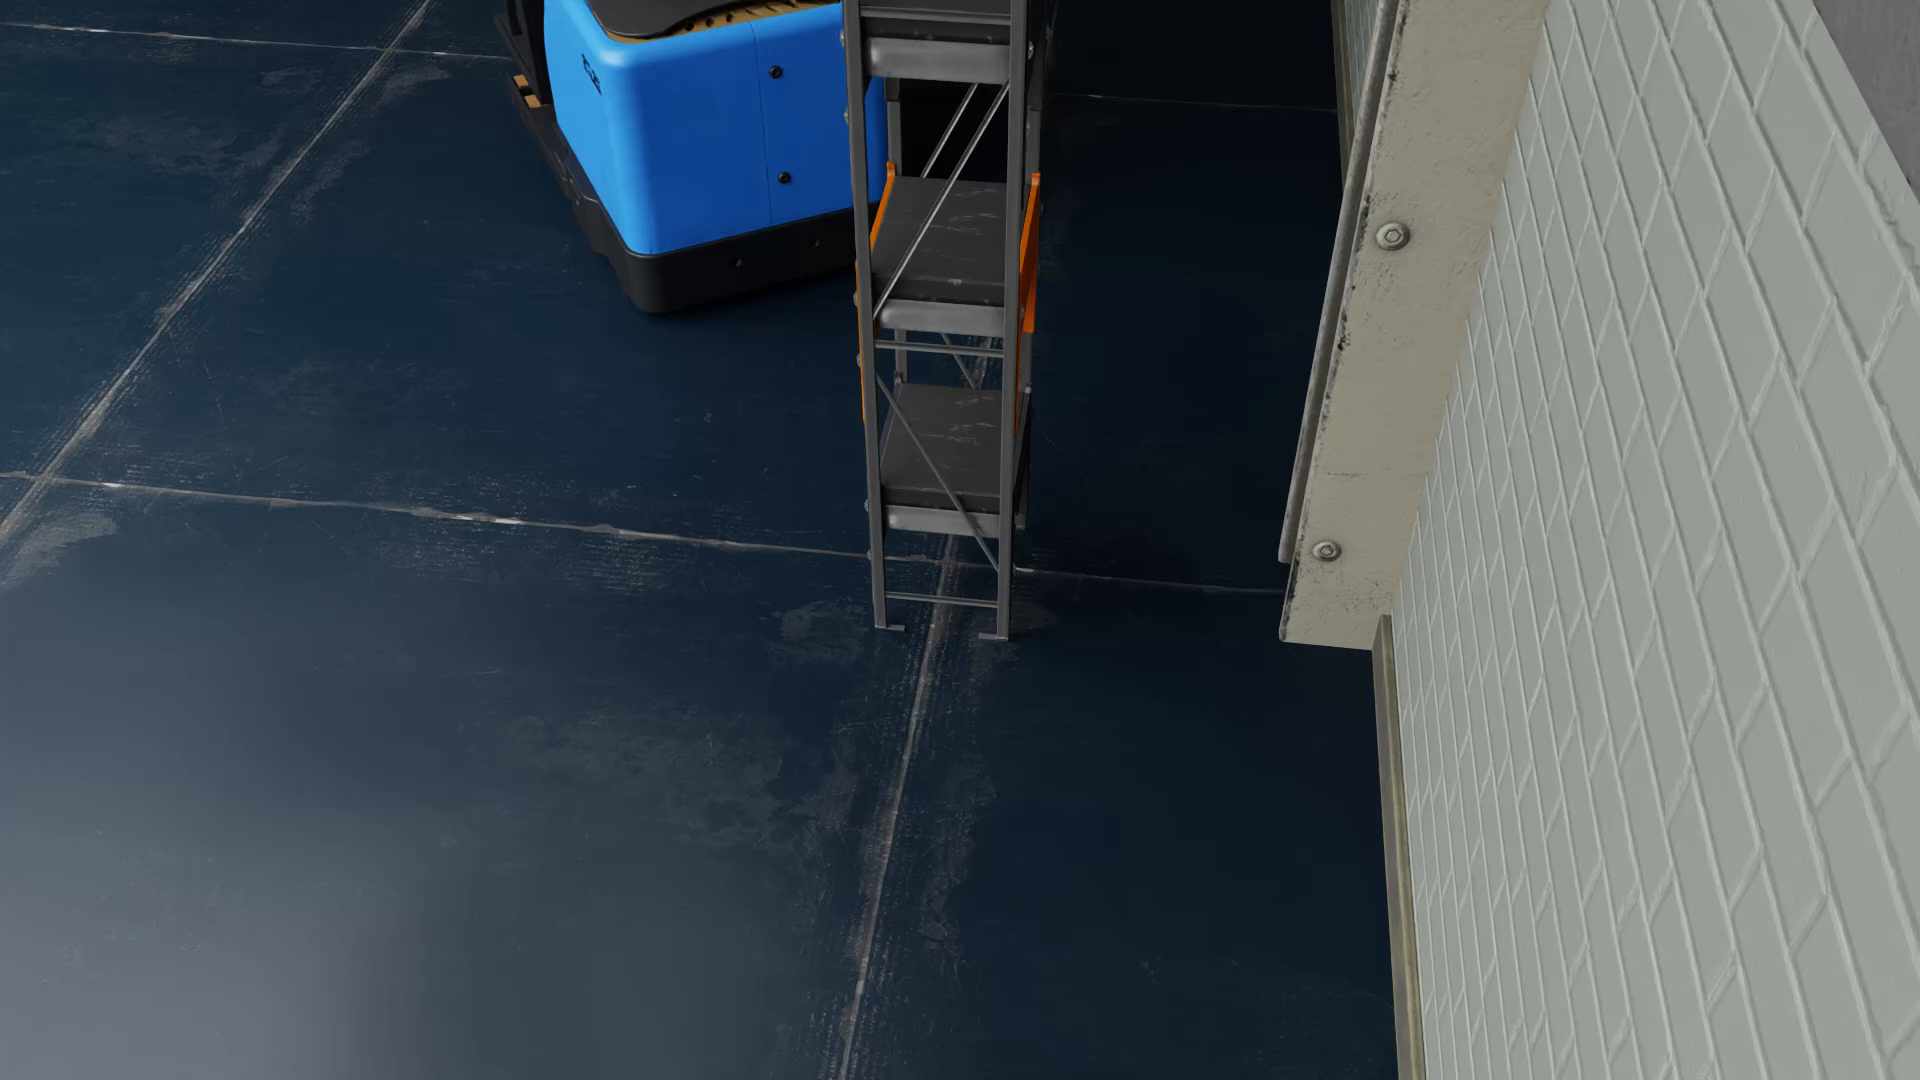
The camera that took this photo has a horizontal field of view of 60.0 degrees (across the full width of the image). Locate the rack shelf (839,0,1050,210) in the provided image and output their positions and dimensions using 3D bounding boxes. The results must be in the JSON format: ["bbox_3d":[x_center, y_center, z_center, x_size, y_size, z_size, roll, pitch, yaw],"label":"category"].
[{"bbox_3d":[-0.022,-1.148,3.937,0.431,0.518,0.480,5,44,6],"label":"rack shelf"}]

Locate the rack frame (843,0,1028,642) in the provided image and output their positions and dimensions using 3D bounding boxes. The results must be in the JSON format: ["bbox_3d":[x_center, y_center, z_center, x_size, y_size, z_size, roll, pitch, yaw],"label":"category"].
[{"bbox_3d":[-0.054,-0.483,4.233,0.400,2.100,0.015,5,44,6],"label":"rack frame"}]

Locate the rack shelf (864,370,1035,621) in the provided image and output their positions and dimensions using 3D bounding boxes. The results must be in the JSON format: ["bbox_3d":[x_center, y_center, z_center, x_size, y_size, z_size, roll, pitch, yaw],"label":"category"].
[{"bbox_3d":[-0.022,-0.131,4.900,0.431,0.518,0.480,5,44,6],"label":"rack shelf"}]

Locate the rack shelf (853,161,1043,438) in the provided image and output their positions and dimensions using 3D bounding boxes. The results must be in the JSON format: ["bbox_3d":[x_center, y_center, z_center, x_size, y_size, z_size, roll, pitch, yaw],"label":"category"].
[{"bbox_3d":[-0.022,-0.640,4.418,0.431,0.518,0.480,5,44,6],"label":"rack shelf"}]

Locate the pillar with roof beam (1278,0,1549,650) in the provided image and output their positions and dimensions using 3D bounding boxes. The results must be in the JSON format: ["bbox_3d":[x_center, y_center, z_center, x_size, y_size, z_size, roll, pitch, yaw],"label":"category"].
[{"bbox_3d":[-3.141,-3.481,2.381,9.100,9.000,0.400,5,44,6],"label":"pillar with roof beam"}]

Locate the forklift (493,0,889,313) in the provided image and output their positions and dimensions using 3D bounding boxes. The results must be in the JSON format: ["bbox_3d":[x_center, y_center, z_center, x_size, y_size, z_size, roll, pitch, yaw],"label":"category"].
[{"bbox_3d":[-1.304,-2.904,6.185,1.130,2.935,3.031,-18,46,-18],"label":"forklift"}]

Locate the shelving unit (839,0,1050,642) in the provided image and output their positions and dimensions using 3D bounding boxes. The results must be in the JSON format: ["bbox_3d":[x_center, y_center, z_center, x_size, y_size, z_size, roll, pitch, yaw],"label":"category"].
[{"bbox_3d":[-0.022,-0.650,4.409,0.431,2.100,0.503,5,44,6],"label":"shelving unit"}]

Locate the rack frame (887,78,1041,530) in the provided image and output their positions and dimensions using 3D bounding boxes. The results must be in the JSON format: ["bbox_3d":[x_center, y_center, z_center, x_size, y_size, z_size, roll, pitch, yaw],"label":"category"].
[{"bbox_3d":[0.010,-0.816,4.585,0.400,2.100,0.015,5,44,6],"label":"rack frame"}]
